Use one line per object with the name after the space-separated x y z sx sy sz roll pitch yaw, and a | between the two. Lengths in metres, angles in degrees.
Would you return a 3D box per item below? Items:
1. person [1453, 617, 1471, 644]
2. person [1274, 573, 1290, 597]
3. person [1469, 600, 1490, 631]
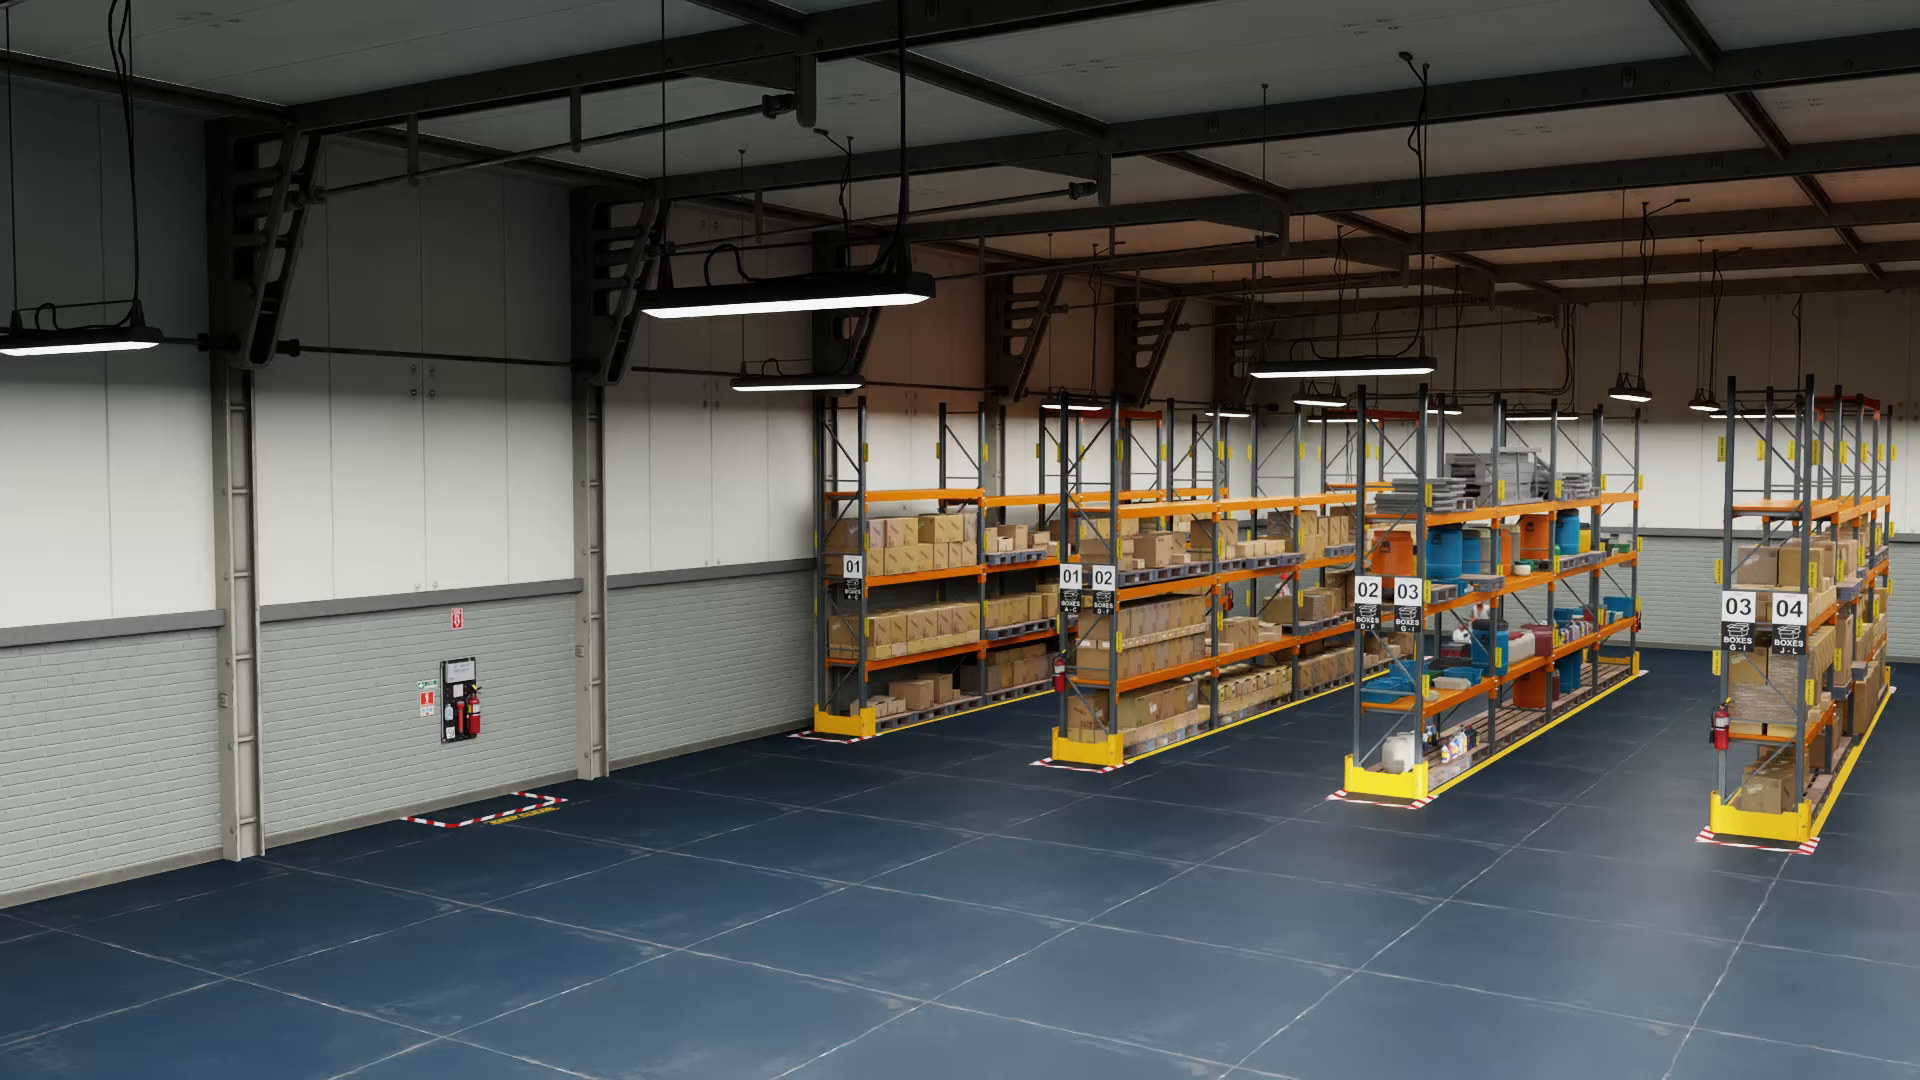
10.299 2.376 34.109 0.442 1.623 1.034 2 3 29 | person
8.556 1.775 44.419 0.602 1.780 0.717 -3 4 -40 | person
12.311 2.114 39.094 0.694 1.685 0.643 3 4 41 | person
